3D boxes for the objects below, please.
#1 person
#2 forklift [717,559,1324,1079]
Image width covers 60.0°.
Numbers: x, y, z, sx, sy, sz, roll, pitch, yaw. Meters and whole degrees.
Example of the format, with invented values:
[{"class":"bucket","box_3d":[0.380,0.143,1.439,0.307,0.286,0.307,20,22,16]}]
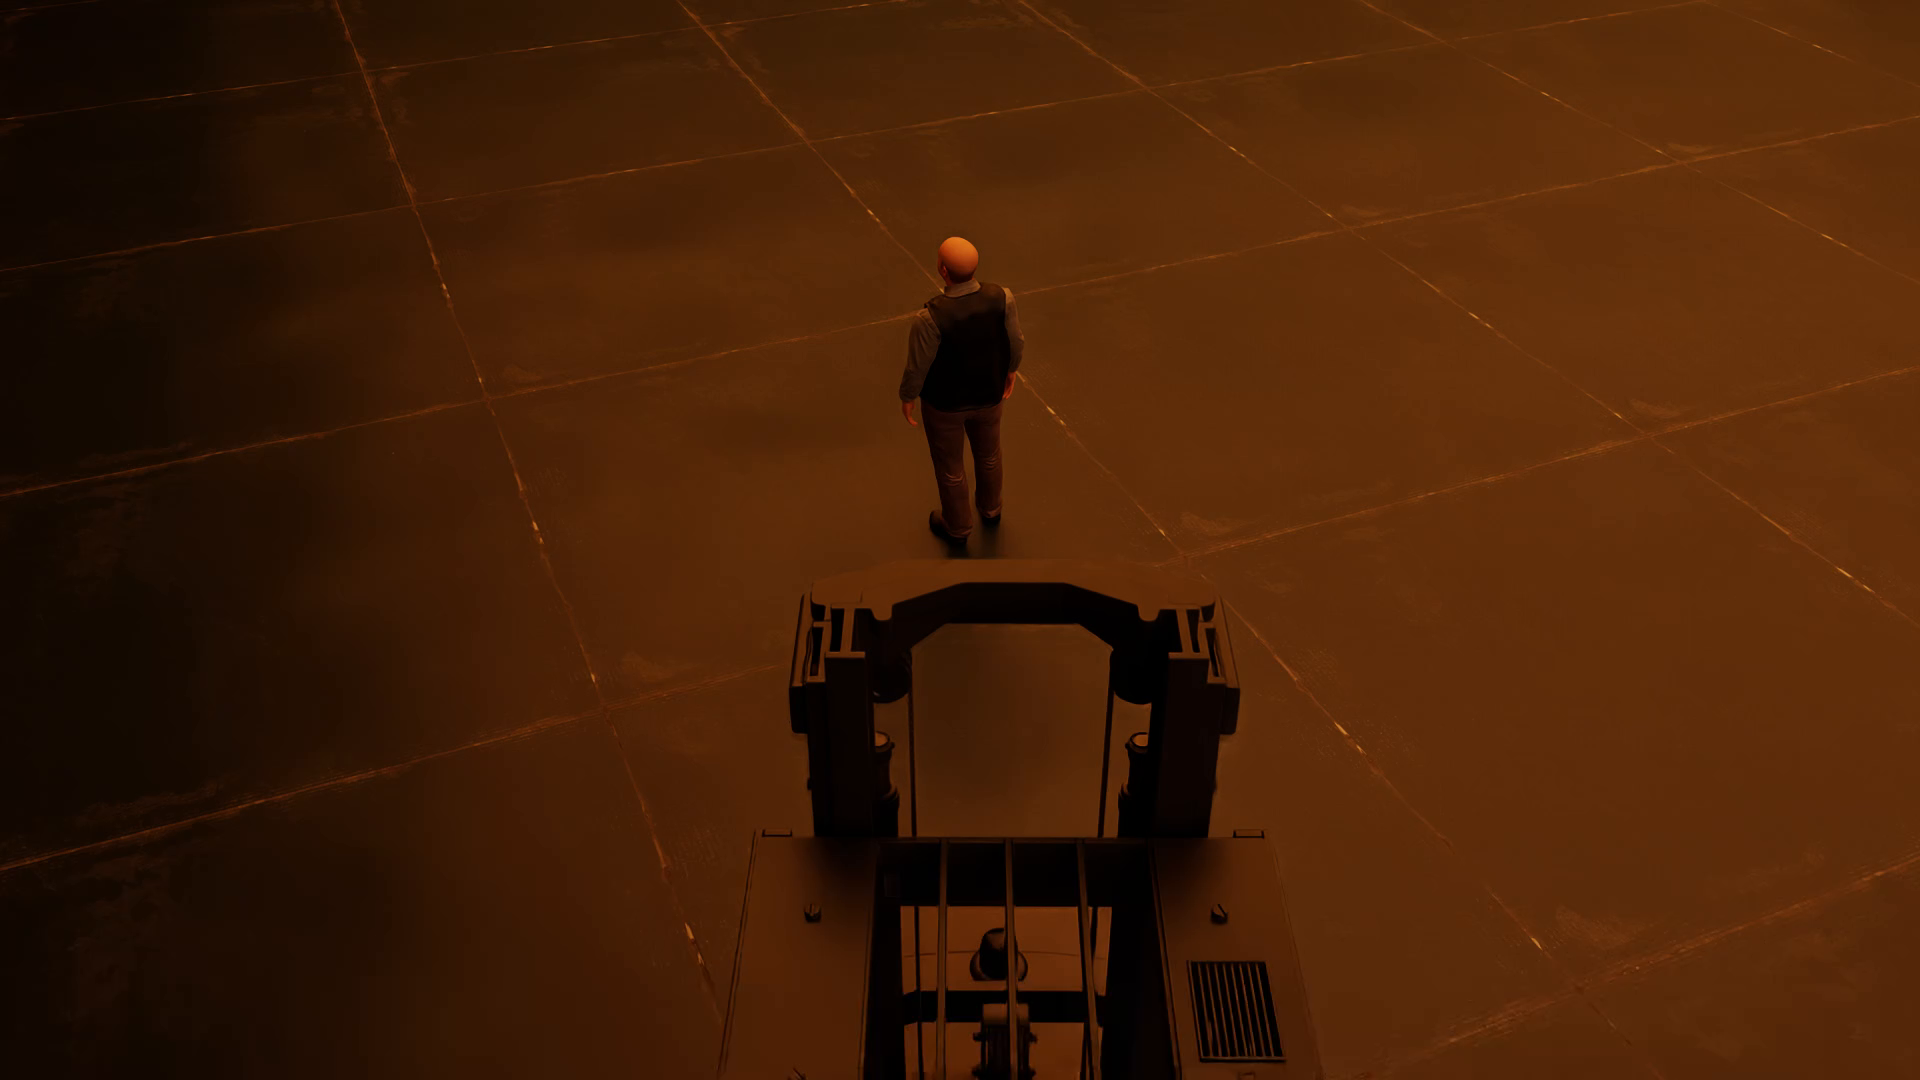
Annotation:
[{"class":"person","box_3d":[-0.017,-0.742,8.174,0.632,1.720,0.568,-14,38,-19]},{"class":"forklift","box_3d":[0.110,1.619,3.822,1.130,2.935,3.031,0,35,0]}]
